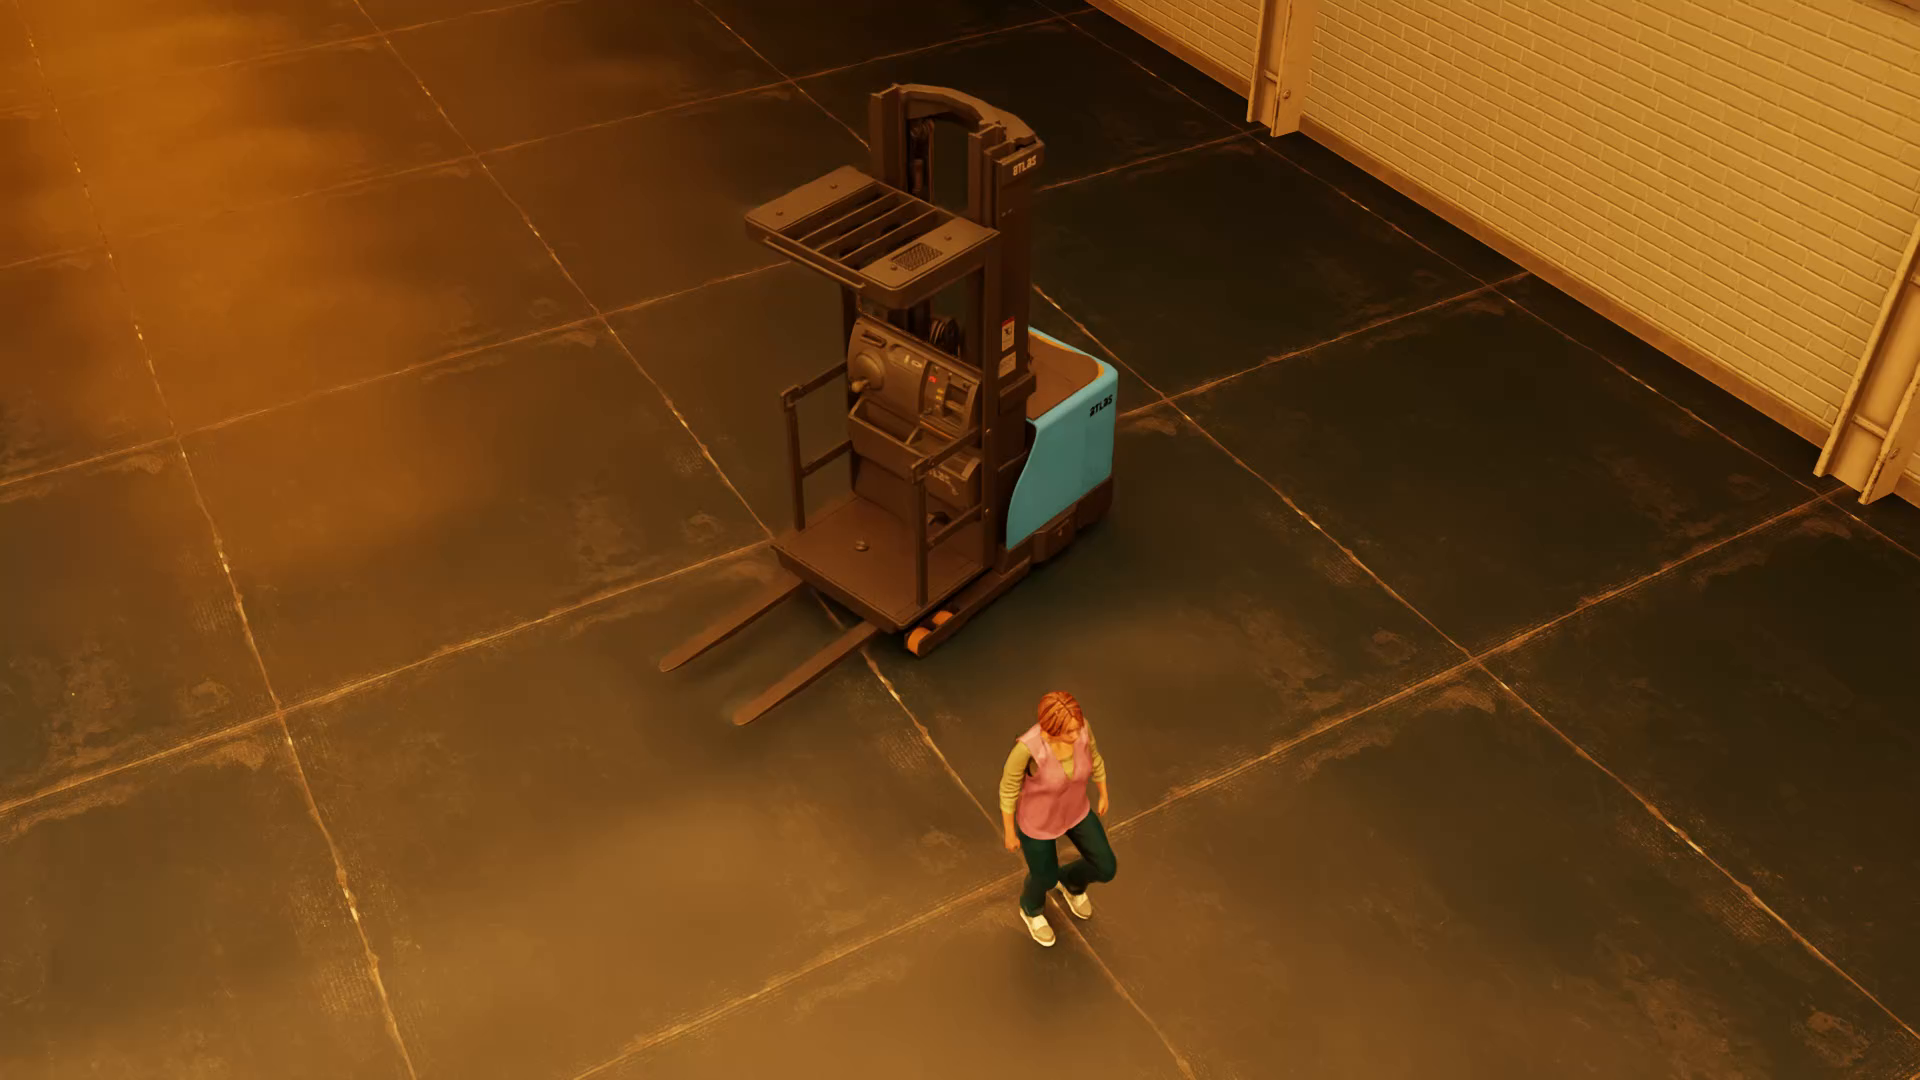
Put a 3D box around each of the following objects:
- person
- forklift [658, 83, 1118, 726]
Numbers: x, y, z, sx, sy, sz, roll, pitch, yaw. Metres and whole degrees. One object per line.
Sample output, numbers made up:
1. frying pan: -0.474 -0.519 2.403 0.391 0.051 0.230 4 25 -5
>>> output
1. person: 0.460 1.283 7.551 0.534 1.578 0.425 -22 45 -25
2. forklift: -0.403 -0.831 9.039 1.130 2.935 3.031 30 48 31
